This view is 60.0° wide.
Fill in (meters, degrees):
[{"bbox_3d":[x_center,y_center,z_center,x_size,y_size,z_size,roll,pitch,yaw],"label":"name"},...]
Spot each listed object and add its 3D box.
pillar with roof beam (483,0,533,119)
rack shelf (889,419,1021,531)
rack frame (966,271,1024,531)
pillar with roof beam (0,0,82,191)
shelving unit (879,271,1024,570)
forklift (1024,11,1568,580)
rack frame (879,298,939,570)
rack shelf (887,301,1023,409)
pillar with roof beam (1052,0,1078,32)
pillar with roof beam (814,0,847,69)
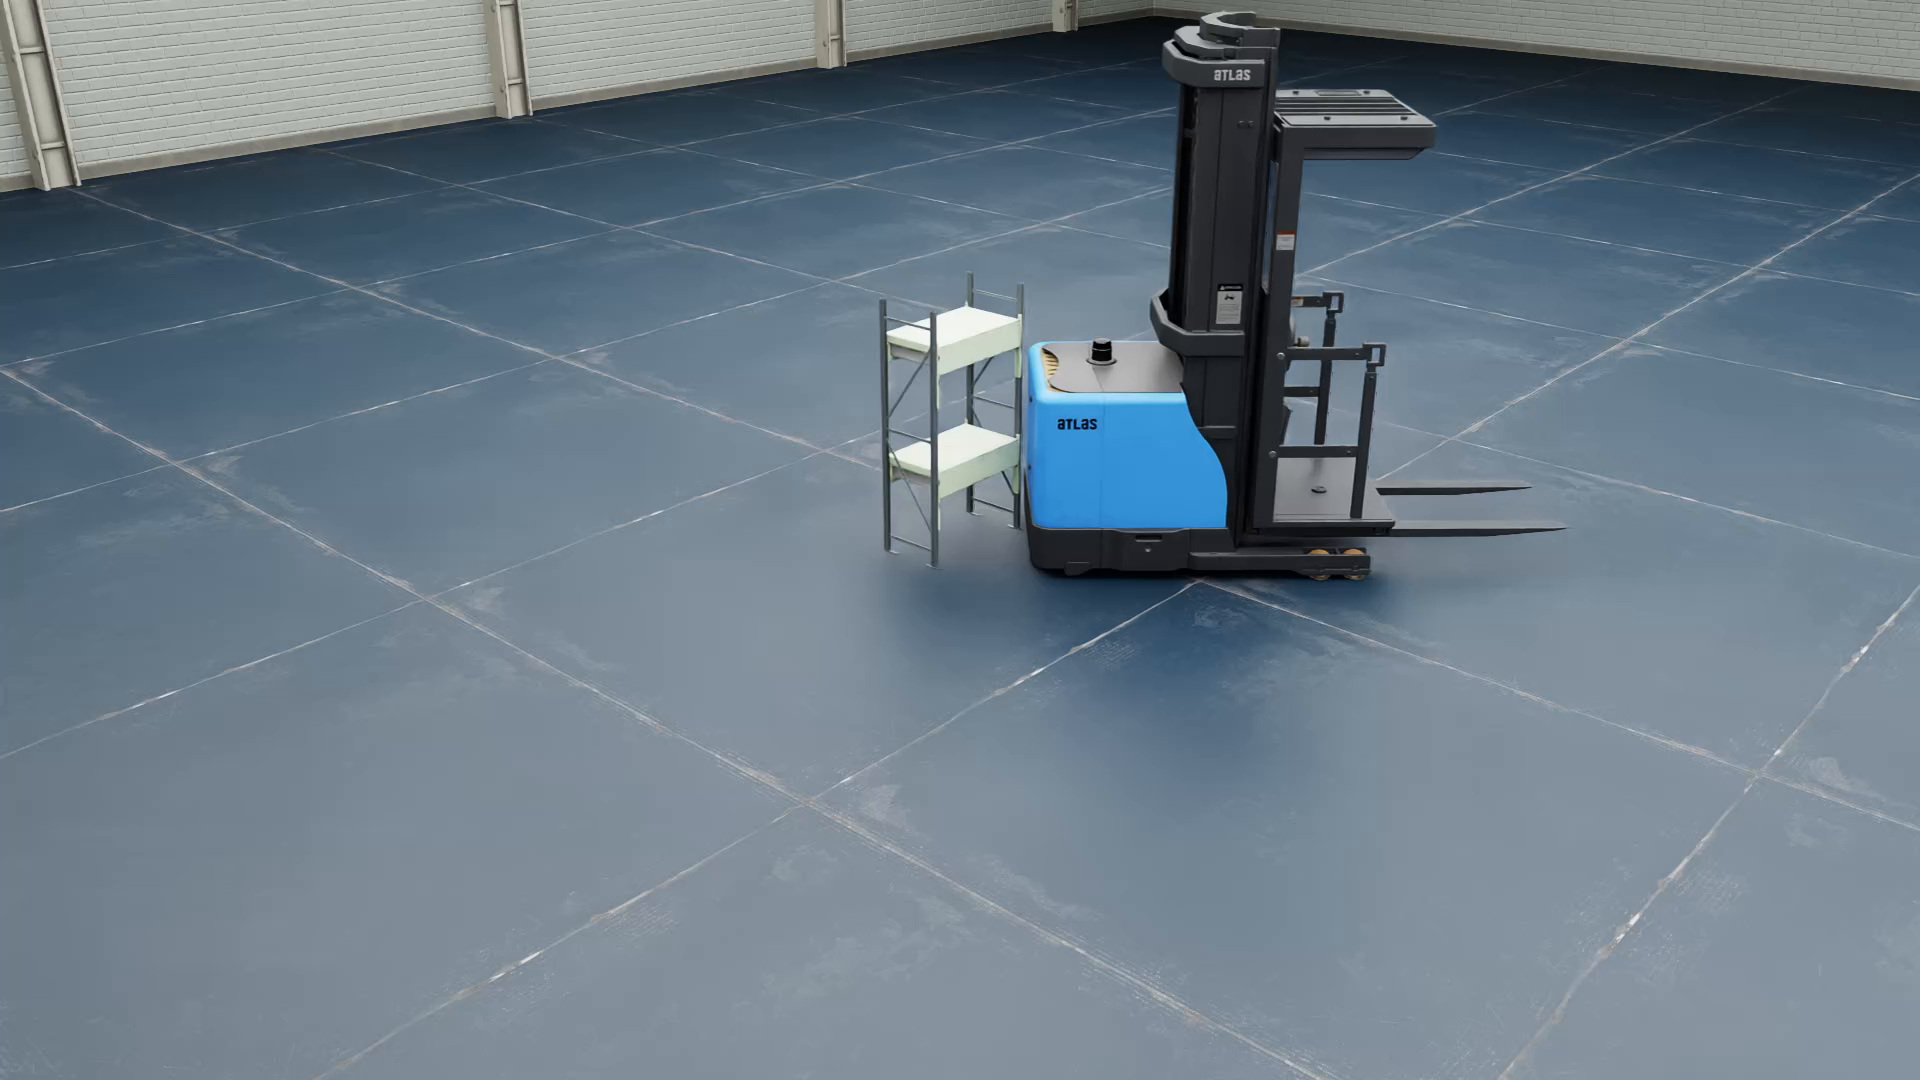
[{"bbox_3d":[-2.864,-8.714,18.186,9.100,9.000,0.400,20,31,38],"label":"pillar with roof beam"},{"bbox_3d":[-0.041,-0.386,9.575,0.431,0.370,0.720,19,31,37],"label":"rack shelf"},{"bbox_3d":[0.198,-0.797,9.695,0.400,1.500,0.023,19,31,37],"label":"rack frame"},{"bbox_3d":[-6.869,-6.886,14.109,9.100,9.000,0.400,20,31,38],"label":"pillar with roof beam"},{"bbox_3d":[-0.041,-0.684,9.442,0.431,1.500,0.755,19,31,37],"label":"shelving unit"},{"bbox_3d":[1.906,-1.333,9.140,3.031,2.935,1.130,0,24,-1],"label":"forklift"},{"bbox_3d":[-0.280,-0.570,9.189,0.400,1.500,0.023,19,31,37],"label":"rack frame"},{"bbox_3d":[-0.041,-1.040,9.282,0.431,0.370,0.720,19,31,37],"label":"rack shelf"},{"bbox_3d":[5.145,-12.370,26.340,9.100,9.000,0.400,20,31,38],"label":"pillar with roof beam"},{"bbox_3d":[1.140,-10.542,22.263,9.100,9.000,0.400,20,31,38],"label":"pillar with roof beam"}]
